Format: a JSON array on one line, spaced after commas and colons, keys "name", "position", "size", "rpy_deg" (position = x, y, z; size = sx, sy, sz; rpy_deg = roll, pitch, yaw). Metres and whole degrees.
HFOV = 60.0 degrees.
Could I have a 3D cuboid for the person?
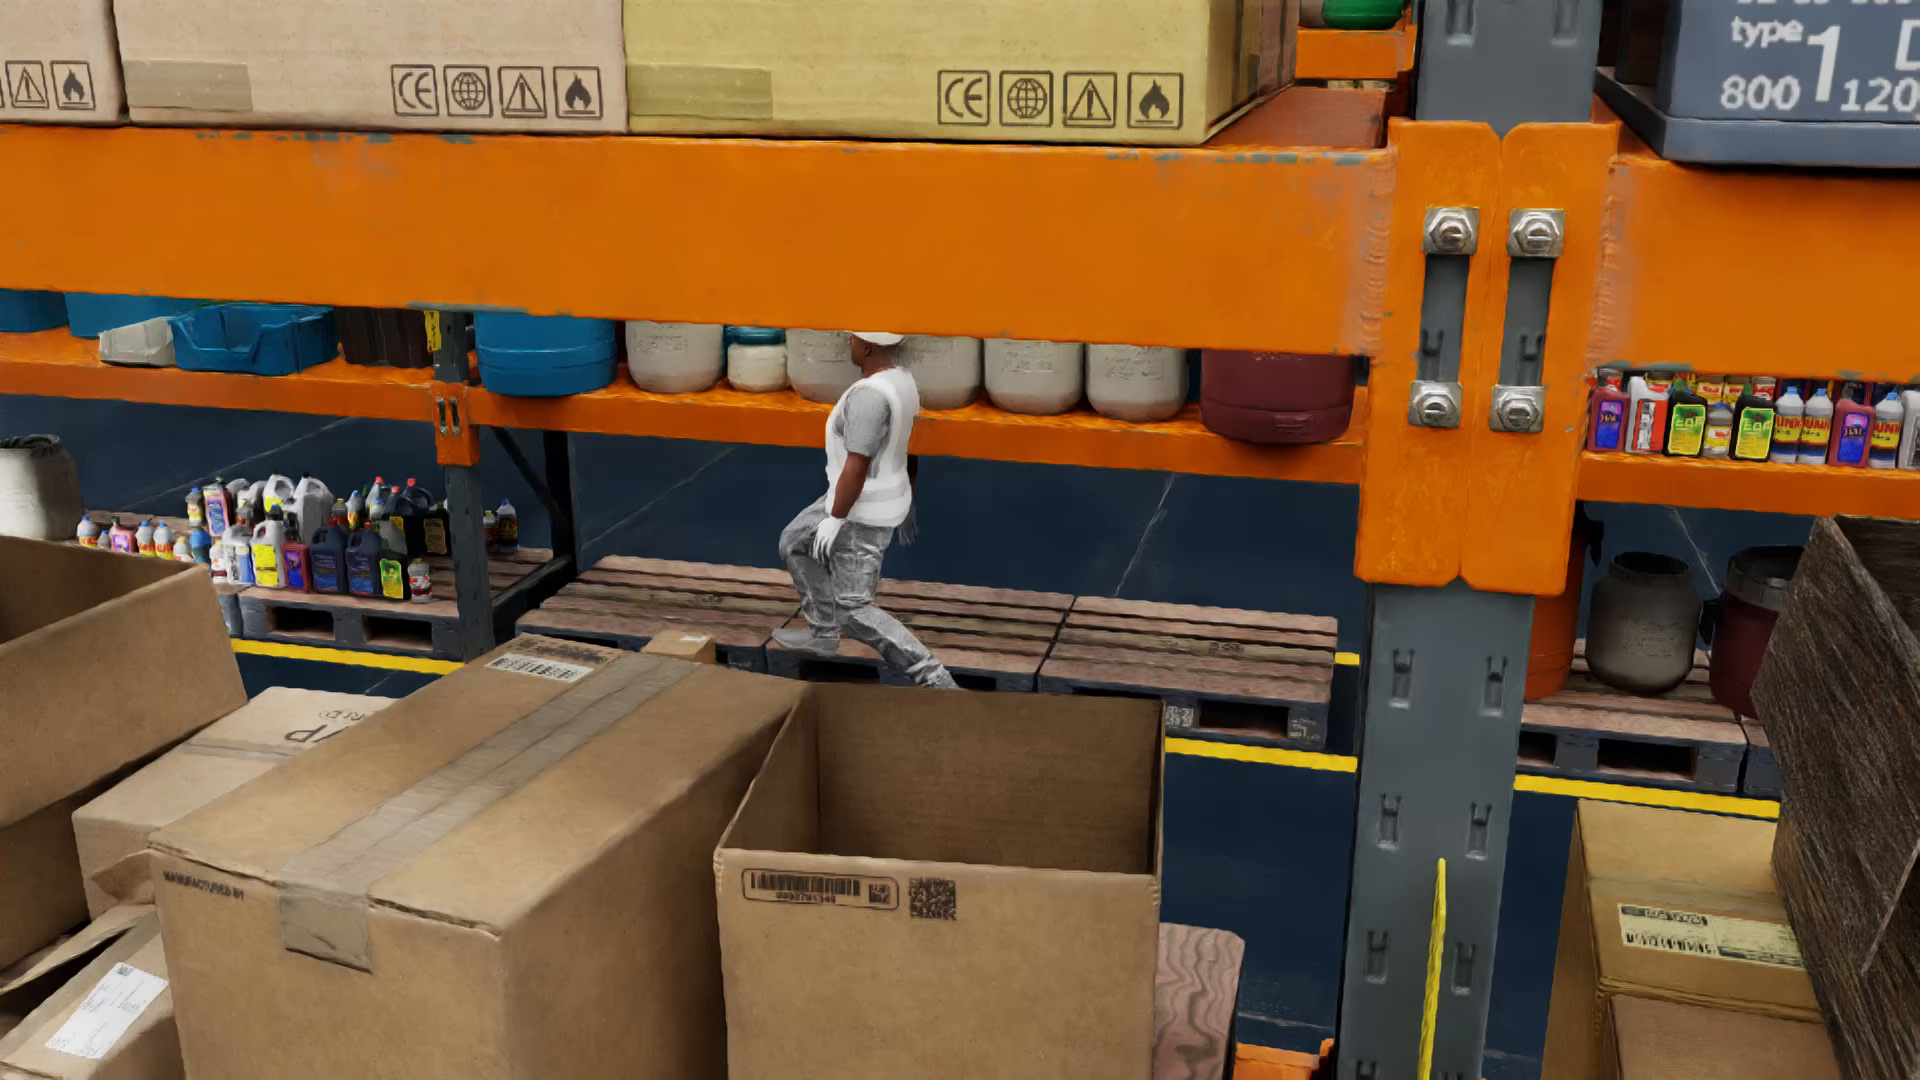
[{"name": "person", "position": [-0.415, -0.159, 6.858], "size": [0.880, 1.681, 0.557], "rpy_deg": [4, 18, 11]}]
